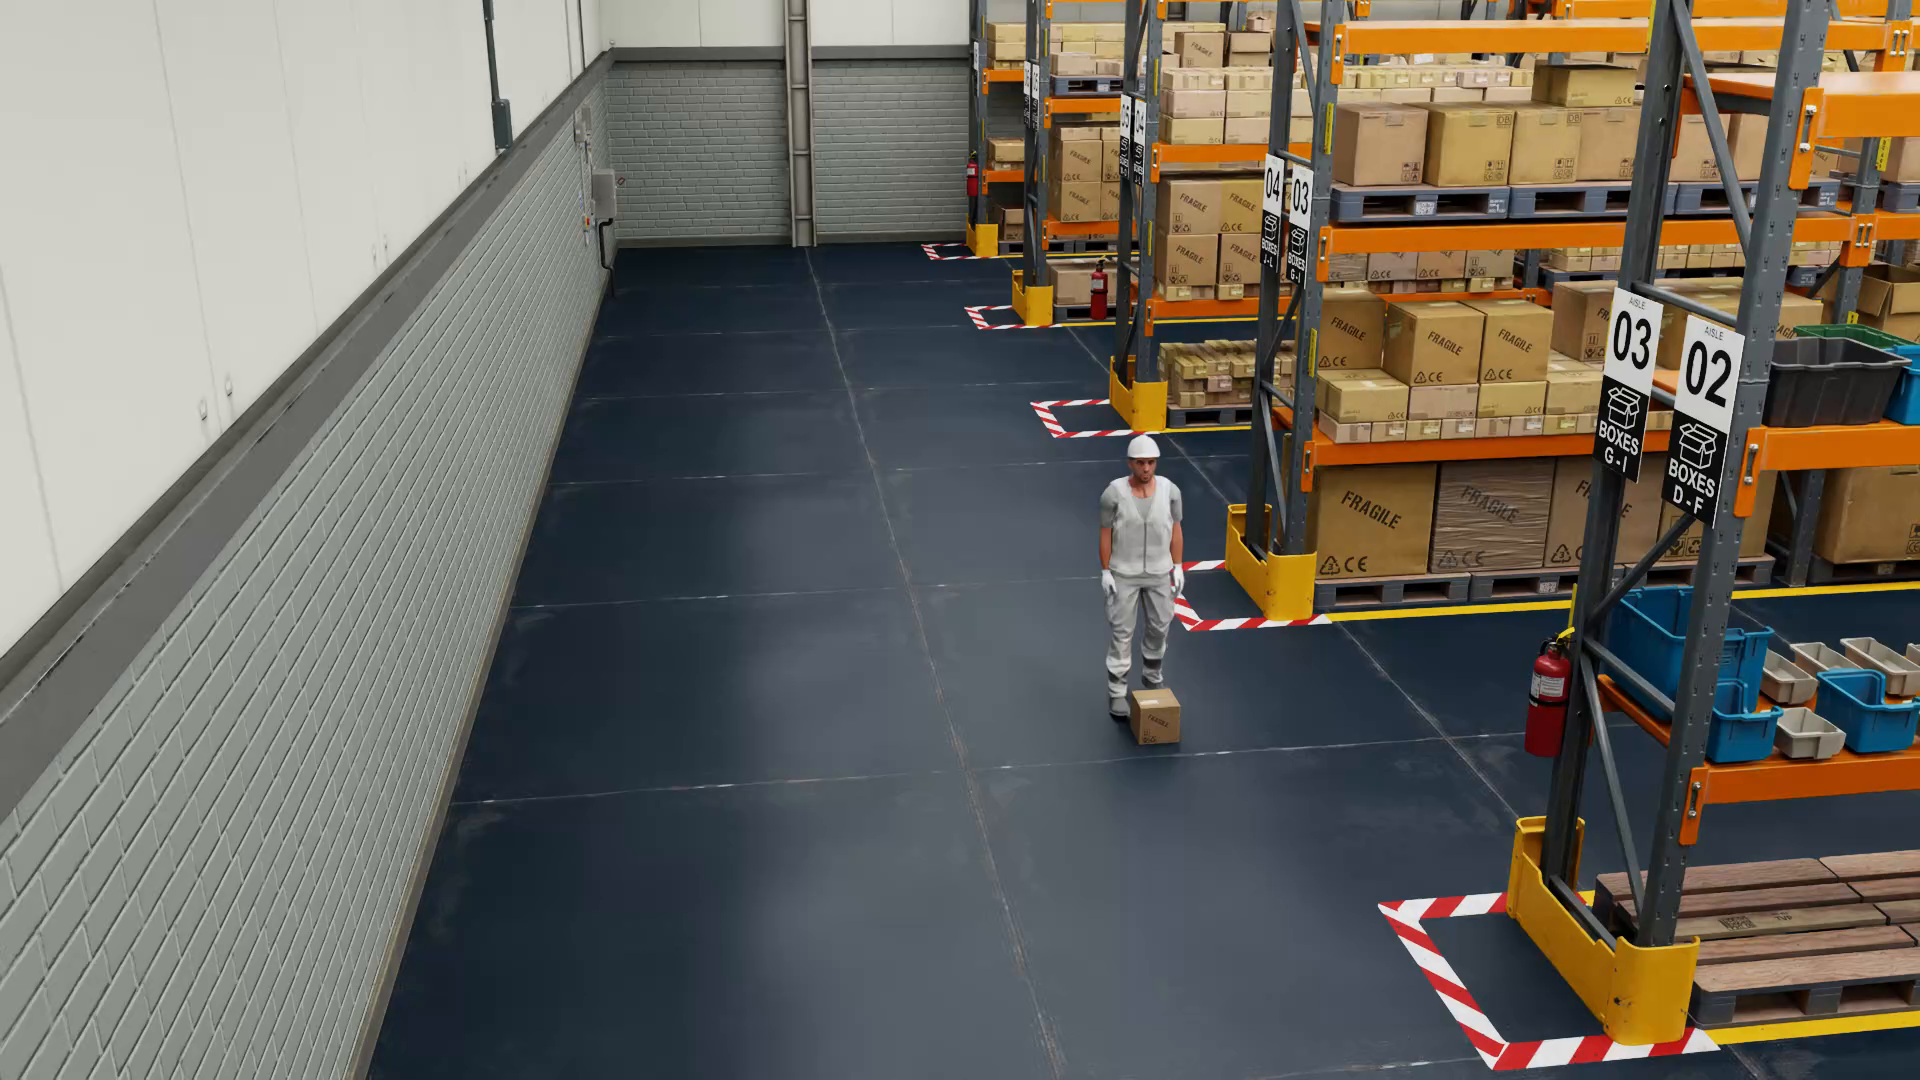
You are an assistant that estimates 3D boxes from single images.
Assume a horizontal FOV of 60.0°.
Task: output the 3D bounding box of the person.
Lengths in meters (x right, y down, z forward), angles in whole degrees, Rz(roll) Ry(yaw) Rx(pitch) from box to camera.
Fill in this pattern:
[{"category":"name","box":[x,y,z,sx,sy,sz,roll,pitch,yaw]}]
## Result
[{"category":"person","box":[1.135,0.247,10.473,0.541,1.879,0.525,-2,20,-7]}]
